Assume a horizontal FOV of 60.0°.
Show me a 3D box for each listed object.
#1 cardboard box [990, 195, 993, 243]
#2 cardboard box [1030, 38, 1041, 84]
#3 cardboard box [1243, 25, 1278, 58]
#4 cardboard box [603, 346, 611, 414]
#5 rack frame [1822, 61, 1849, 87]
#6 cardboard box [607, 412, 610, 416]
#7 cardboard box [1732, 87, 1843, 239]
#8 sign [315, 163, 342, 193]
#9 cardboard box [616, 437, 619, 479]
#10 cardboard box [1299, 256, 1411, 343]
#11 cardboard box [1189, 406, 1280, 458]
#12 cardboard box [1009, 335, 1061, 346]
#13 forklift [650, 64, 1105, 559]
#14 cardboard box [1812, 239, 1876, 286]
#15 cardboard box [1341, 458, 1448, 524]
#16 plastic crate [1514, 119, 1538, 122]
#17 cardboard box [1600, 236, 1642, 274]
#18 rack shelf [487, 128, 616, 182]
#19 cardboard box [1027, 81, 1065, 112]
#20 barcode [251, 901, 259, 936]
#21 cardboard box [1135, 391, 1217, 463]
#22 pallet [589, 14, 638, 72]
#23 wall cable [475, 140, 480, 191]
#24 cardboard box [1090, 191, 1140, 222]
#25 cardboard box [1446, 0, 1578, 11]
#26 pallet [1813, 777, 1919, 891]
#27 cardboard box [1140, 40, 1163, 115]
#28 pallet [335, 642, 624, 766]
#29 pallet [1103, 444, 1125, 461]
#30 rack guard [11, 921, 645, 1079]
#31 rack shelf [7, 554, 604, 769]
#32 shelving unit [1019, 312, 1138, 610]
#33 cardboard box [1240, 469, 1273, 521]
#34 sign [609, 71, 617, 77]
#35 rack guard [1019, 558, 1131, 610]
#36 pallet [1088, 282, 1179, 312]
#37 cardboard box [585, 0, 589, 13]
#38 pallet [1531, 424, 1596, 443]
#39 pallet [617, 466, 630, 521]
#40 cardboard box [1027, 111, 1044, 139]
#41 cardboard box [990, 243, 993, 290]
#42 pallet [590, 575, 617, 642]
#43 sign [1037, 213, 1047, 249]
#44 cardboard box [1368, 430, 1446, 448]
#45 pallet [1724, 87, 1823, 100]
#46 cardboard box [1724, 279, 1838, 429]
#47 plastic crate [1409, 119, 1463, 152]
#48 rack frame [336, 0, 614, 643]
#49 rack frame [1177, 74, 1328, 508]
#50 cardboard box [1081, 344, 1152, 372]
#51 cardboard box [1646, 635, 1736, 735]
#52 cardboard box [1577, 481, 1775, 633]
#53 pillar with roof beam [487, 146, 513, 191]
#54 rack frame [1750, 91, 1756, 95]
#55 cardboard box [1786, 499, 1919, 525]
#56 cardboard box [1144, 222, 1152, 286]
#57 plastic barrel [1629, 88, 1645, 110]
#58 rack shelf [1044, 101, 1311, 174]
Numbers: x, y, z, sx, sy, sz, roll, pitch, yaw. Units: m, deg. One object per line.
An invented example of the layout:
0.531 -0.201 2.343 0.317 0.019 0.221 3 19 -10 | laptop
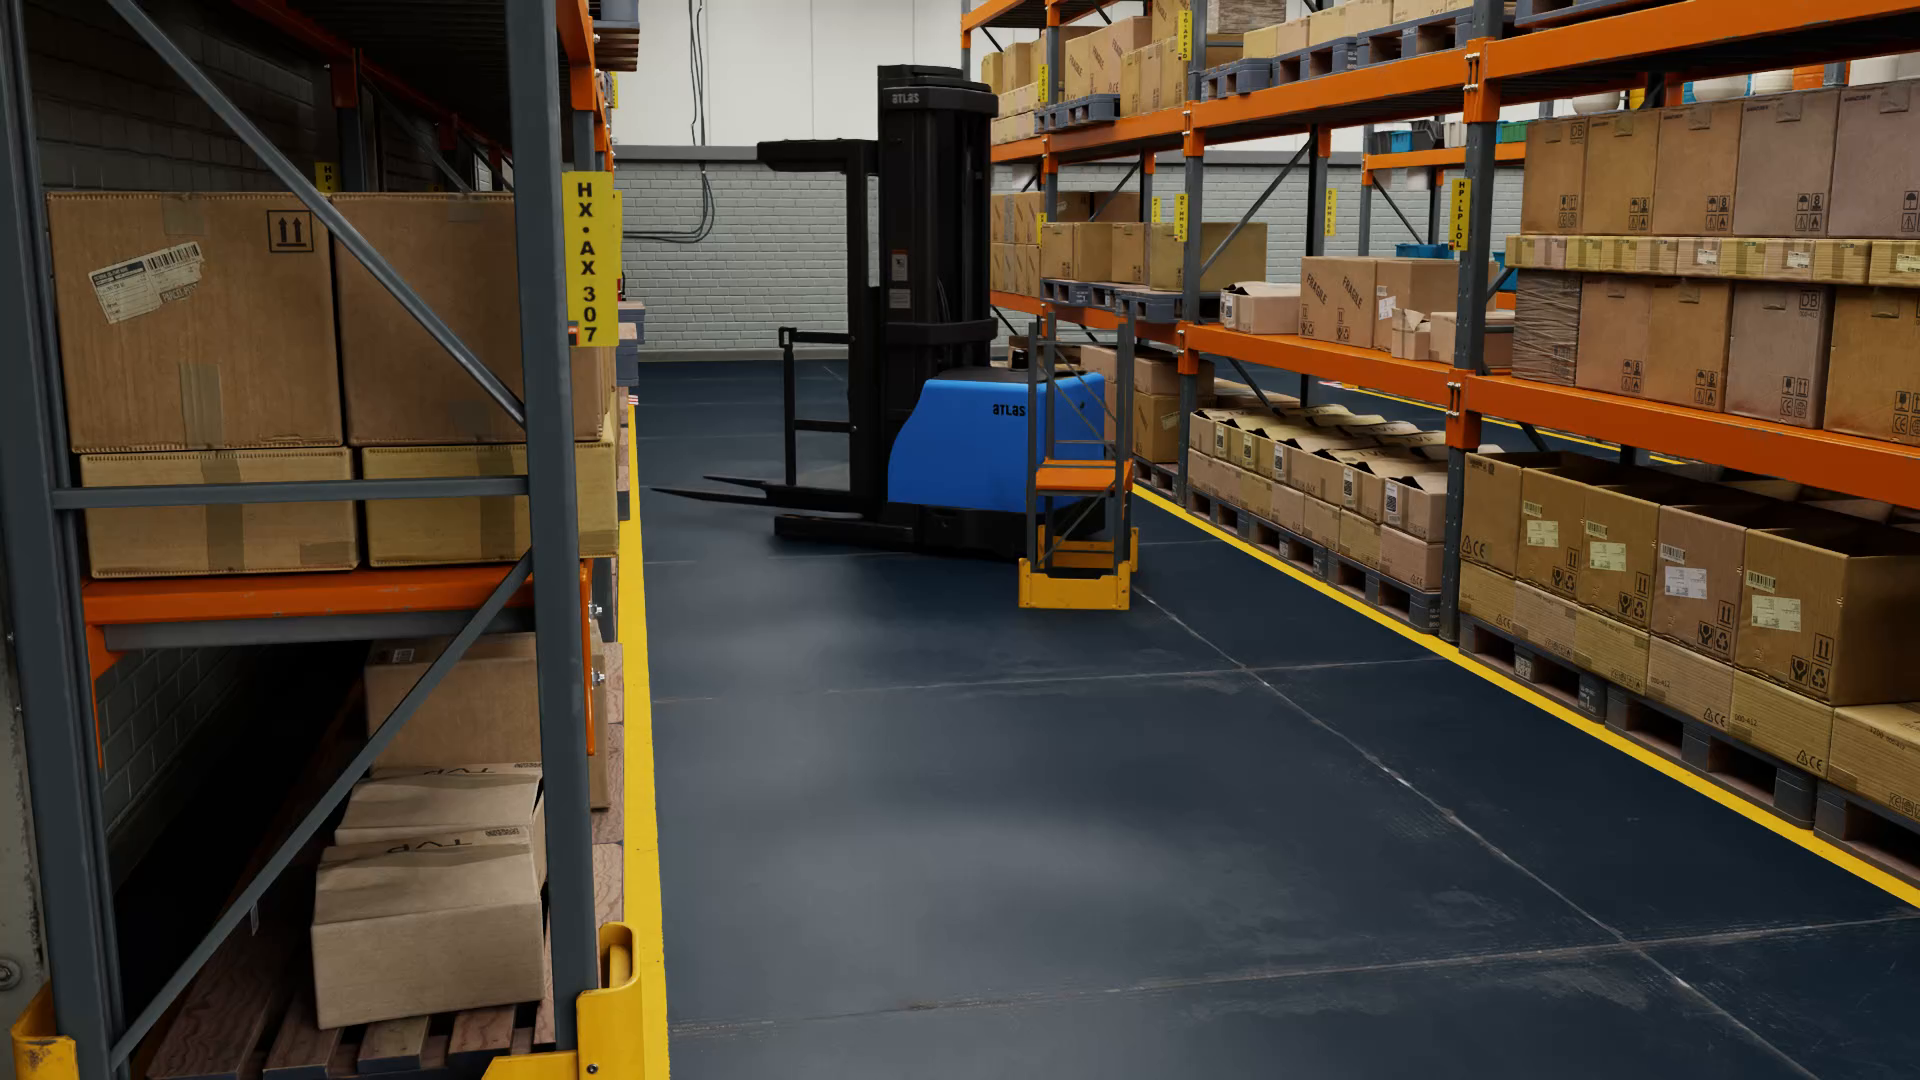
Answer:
0.544 -3.460 17.914 0.500 0.500 0.500 -2 11 -10 | cardboard box
1.099 -4.755 16.693 0.700 0.500 0.500 -2 11 -11 | cardboard box
2.214 -3.256 11.039 0.500 0.250 0.500 -3 11 -15 | cardboard box
-1.116 -0.577 4.050 0.500 0.500 0.500 -2 11 -11 | cardboard box
6.930 -4.858 12.153 1.000 3.000 0.127 -2 11 -11 | rack frame
-1.130 -0.215 4.153 0.500 0.250 0.500 -2 11 -13 | cardboard box
3.234 -1.327 5.909 0.700 0.500 0.500 -2 11 -11 | cardboard box
-2.554 -1.365 6.749 0.100 0.325 0.005 -2 11 -11 | sign
-2.802 -0.841 11.716 0.750 0.750 0.750 -2 11 -12 | cardboard box
2.413 -1.473 10.148 0.500 0.500 0.500 -3 11 -14 | cardboard box
1.884 -0.756 11.376 0.500 0.311 0.500 -2 11 -9 | cardboard box
0.862 -2.096 19.196 0.500 0.500 0.500 -2 11 -11 | cardboard box
-0.618 -1.497 10.723 3.031 2.935 1.130 5 12 27 | forklift
3.112 -0.933 5.571 0.380 0.149 0.250 -2 11 -9 | cardboard box
2.381 -0.288 8.918 0.500 0.311 0.500 -2 11 -9 | cardboard box
6.179 -4.292 17.549 0.497 0.269 0.590 -2 11 -11 | plastic crate
2.864 -1.168 6.808 0.380 0.149 0.250 -2 11 -12 | cardboard box
-3.955 -3.771 16.389 1.077 0.370 4.000 -2 11 -11 | rack shelf
0.932 -4.190 15.729 0.500 0.250 0.500 -2 11 -11 | cardboard box
-1.674 0.898 3.946 0.001 0.075 0.075 -2 11 -11 | barcode
1.658 -0.883 12.820 0.500 0.500 0.500 -2 11 -9 | cardboard box
-2.230 -2.505 8.318 1.213 0.211 1.003 -2 11 -11 | pallet
-5.521 -3.717 19.488 0.084 1.984 1.851 -2 11 -11 | wall cable
1.477 -3.102 16.030 0.500 0.500 0.500 -2 11 -10 | cardboard box
2.738 -2.717 8.206 0.500 0.250 0.500 -1 11 -5 | cardboard box
3.437 0.967 5.052 1.003 0.211 1.213 -2 11 -11 | pallet
1.853 -3.426 12.387 0.910 0.500 0.500 -2 11 -11 | cardboard box
-1.845 0.675 6.587 1.003 0.211 1.213 -2 11 -11 | pallet
1.729 -0.723 13.932 1.003 0.211 1.213 -2 11 -11 | pallet
-1.247 1.131 3.419 1.175 0.500 0.348 -2 11 -11 | rack guard
-1.621 -0.097 5.107 1.077 0.370 4.000 -2 11 -11 | rack shelf
0.678 -0.473 9.173 0.587 1.500 1.083 2 11 8 | shelving unit
2.090 -0.293 10.444 0.500 0.250 0.500 -2 11 -13 | cardboard box
-3.035 -4.188 14.430 0.100 0.325 0.005 -2 11 -11 | sign
0.605 0.233 8.806 0.587 0.250 0.087 2 11 8 | rack guard
1.688 -1.994 13.662 1.003 0.211 1.213 -2 11 -11 | pallet
-1.669 -2.265 6.233 0.500 0.500 0.500 -2 11 -9 | cardboard box
6.261 -1.132 16.077 1.003 0.211 1.213 -2 11 -11 | pallet
-2.867 -0.328 11.856 1.003 0.211 1.213 -2 11 -11 | pallet
0.937 -3.944 15.777 0.500 0.250 0.500 -2 11 -11 | cardboard box
0.543 -2.970 18.012 0.500 0.500 0.500 -2 11 -11 | cardboard box
-2.163 0.410 7.977 1.003 0.211 1.213 -2 11 -11 | pallet
0.762 -2.869 15.433 0.100 0.325 0.005 -2 11 -11 | sign
2.712 -0.496 10.009 0.500 0.311 0.500 -2 11 -9 | cardboard box
6.877 -3.435 13.207 1.003 0.211 1.213 -2 11 -11 | pallet
3.244 -0.683 5.996 0.700 0.500 0.500 -2 11 -9 | cardboard box
5.402 -4.531 18.623 0.504 0.338 0.767 -2 11 -11 | plastic crate
-2.010 -0.817 6.966 1.000 3.000 0.127 -2 11 -11 | rack frame
2.071 -1.731 11.771 1.000 3.000 0.127 -2 11 -11 | rack frame
1.342 -1.541 14.272 0.500 0.250 0.500 -2 11 -11 | cardboard box
2.929 0.518 6.183 0.500 0.250 0.500 -2 11 -11 | cardboard box
2.826 0.058 6.594 0.500 0.500 0.500 -2 11 -11 | cardboard box
-1.495 -6.585 21.228 9.100 9.000 0.400 -2 11 -11 | pillar with roof beam
10.233 -6.505 20.808 1.000 3.000 0.127 -2 11 -11 | rack frame
3.451 0.130 6.215 0.500 0.500 0.500 -2 11 -11 | cardboard box
1.847 -2.273 13.225 0.700 0.500 0.500 0 11 0 | cardboard box
6.529 -4.257 15.390 0.600 0.588 0.600 0 11 0 | plastic barrel
1.682 -3.218 13.485 1.077 0.370 4.000 -2 11 -11 | rack shelf
